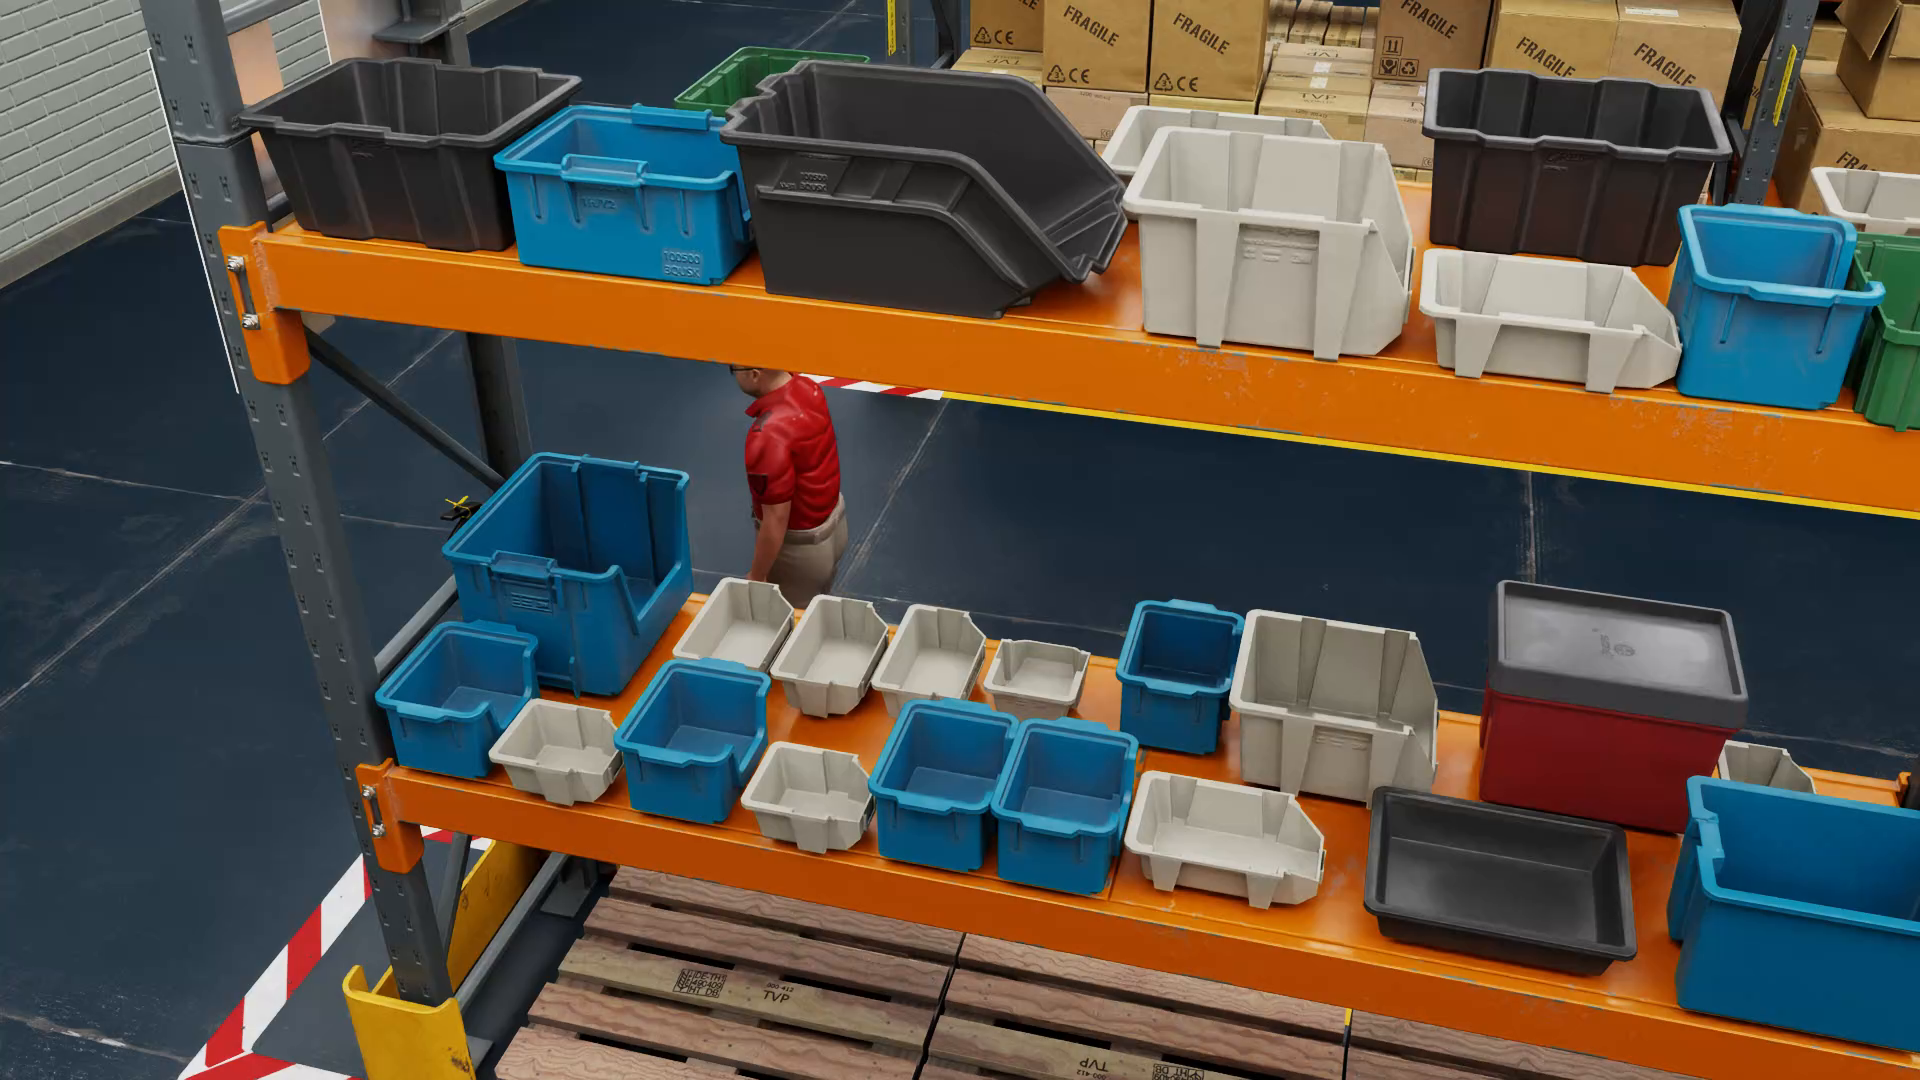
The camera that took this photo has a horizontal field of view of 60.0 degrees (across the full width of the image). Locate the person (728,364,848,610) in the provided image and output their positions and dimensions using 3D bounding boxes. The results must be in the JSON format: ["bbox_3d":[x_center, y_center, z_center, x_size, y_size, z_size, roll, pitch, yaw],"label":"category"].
[{"bbox_3d":[-0.630,0.007,6.140,0.392,1.727,0.585,8,34,13],"label":"person"}]
